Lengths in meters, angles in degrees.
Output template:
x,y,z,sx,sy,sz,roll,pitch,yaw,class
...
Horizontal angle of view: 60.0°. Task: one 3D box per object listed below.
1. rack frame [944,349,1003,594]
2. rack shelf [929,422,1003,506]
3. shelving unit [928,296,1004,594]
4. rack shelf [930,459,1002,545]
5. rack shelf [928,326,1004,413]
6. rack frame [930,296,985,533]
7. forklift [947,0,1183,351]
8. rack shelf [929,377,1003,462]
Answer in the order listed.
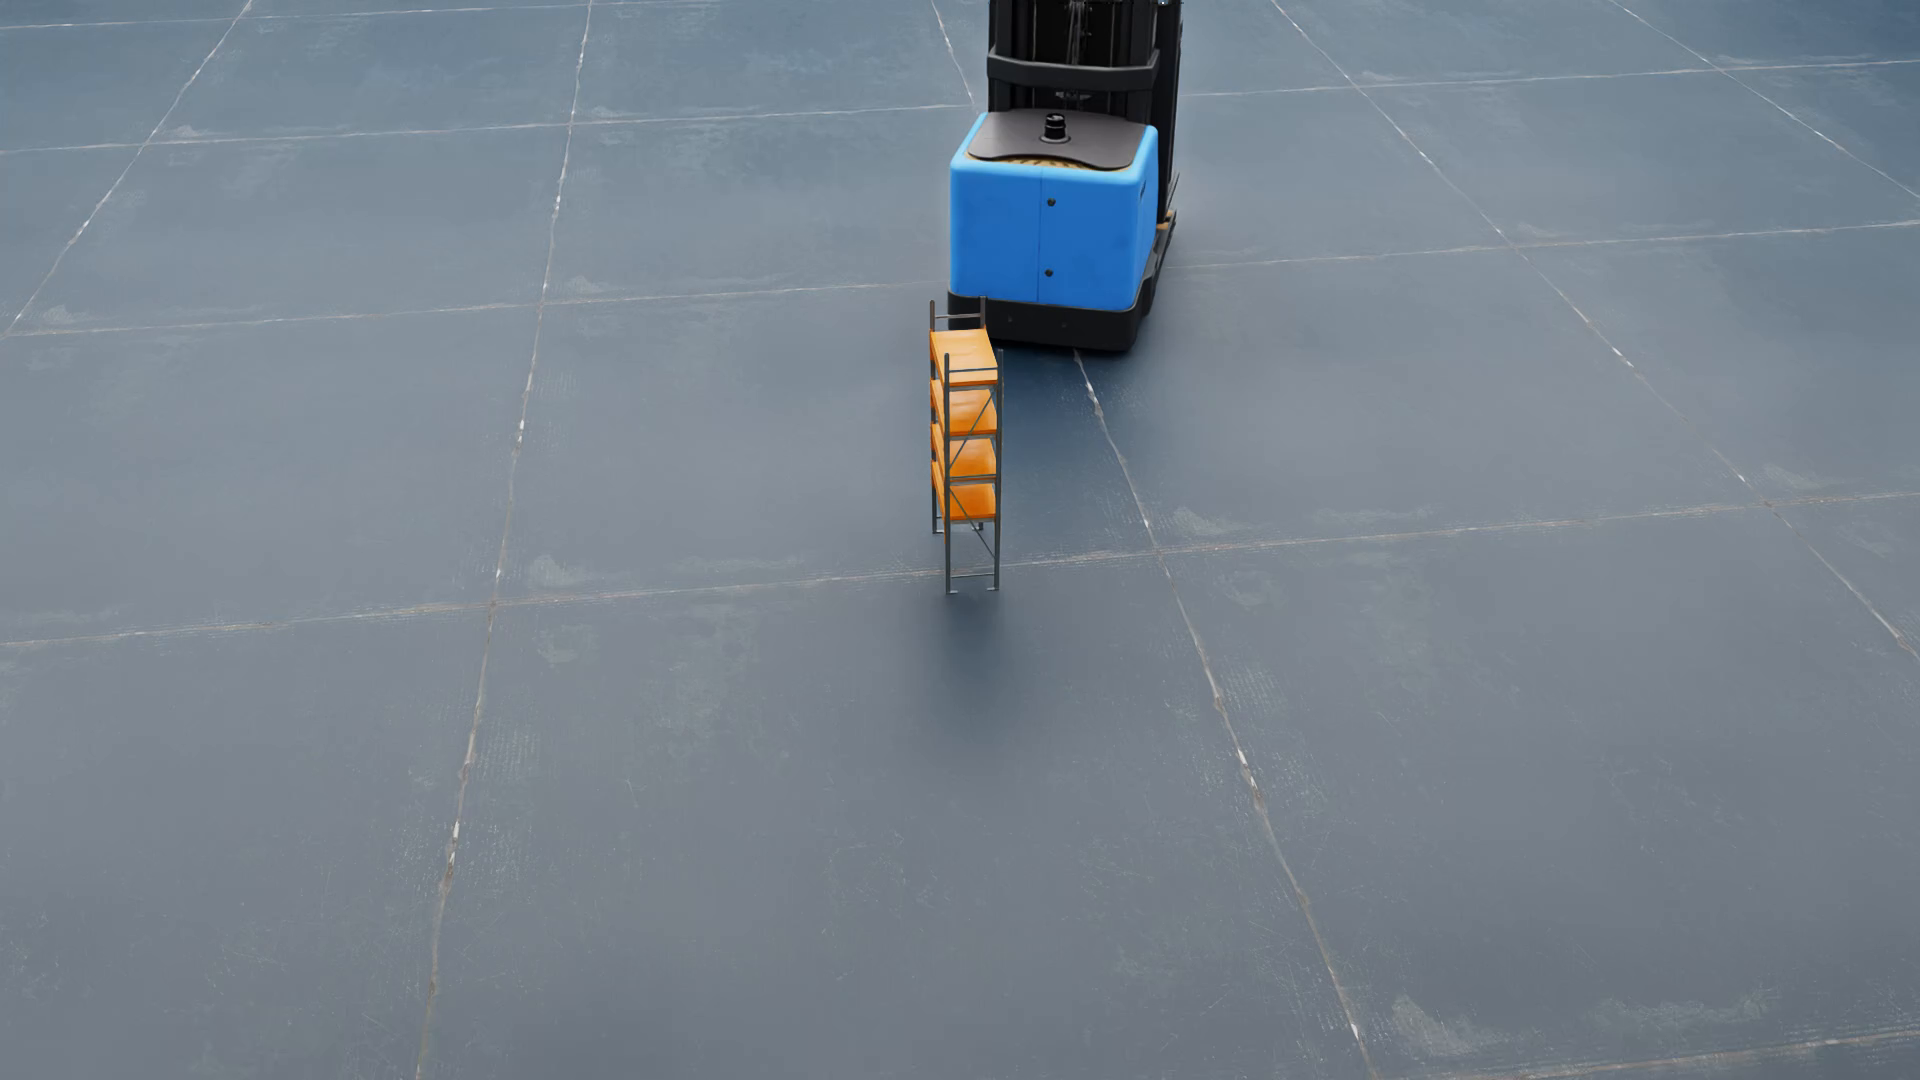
x,y,z,sx,sy,sz,roll,pitch,yaw,class
0.055,-0.267,7.077,0.240,1.200,0.015,-4,35,-6,rack frame
0.022,-0.348,7.314,0.258,0.148,0.480,-4,35,-6,rack shelf
0.022,-0.403,7.277,0.258,1.200,0.503,-4,35,-6,shelving unit
0.022,-0.184,7.426,0.258,0.148,0.480,-4,35,-6,rack shelf
0.022,-0.728,7.055,0.258,0.148,0.480,-4,35,-6,rack shelf
-0.011,-0.540,7.476,0.240,1.200,0.015,-4,35,-6,rack frame
0.760,-3.076,9.661,1.130,2.935,3.031,7,35,11,forklift
0.022,-0.533,7.188,0.258,0.148,0.480,-4,35,-6,rack shelf
